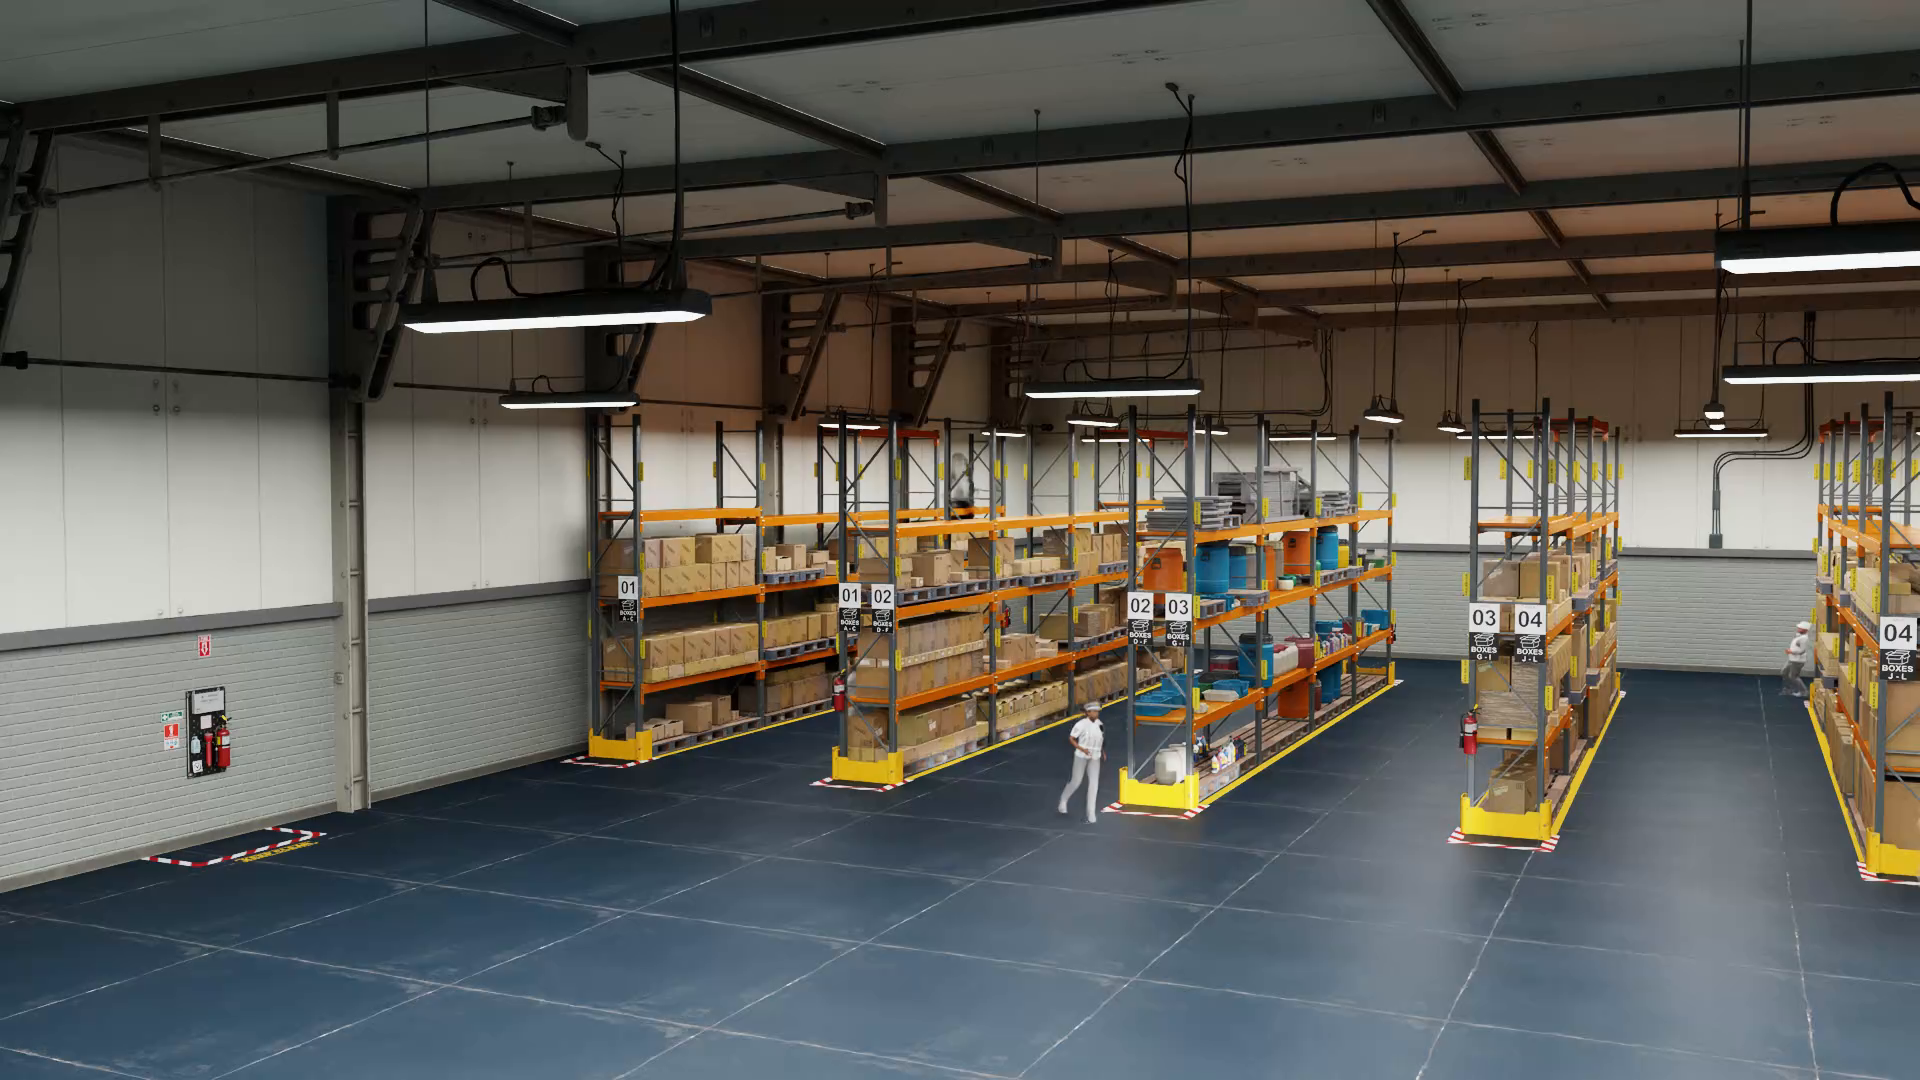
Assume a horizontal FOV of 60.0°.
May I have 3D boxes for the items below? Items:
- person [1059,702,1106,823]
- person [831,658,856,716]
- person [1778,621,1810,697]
[{"bbox_3d":[1.852,3.167,24.013,0.640,1.674,0.902,-1,2,-20],"label":"person"},{"bbox_3d":[-2.003,2.930,29.538,0.551,1.691,0.908,1,3,24],"label":"person"},{"bbox_3d":[18.436,2.647,36.715,0.588,1.747,0.794,1,3,22],"label":"person"}]
